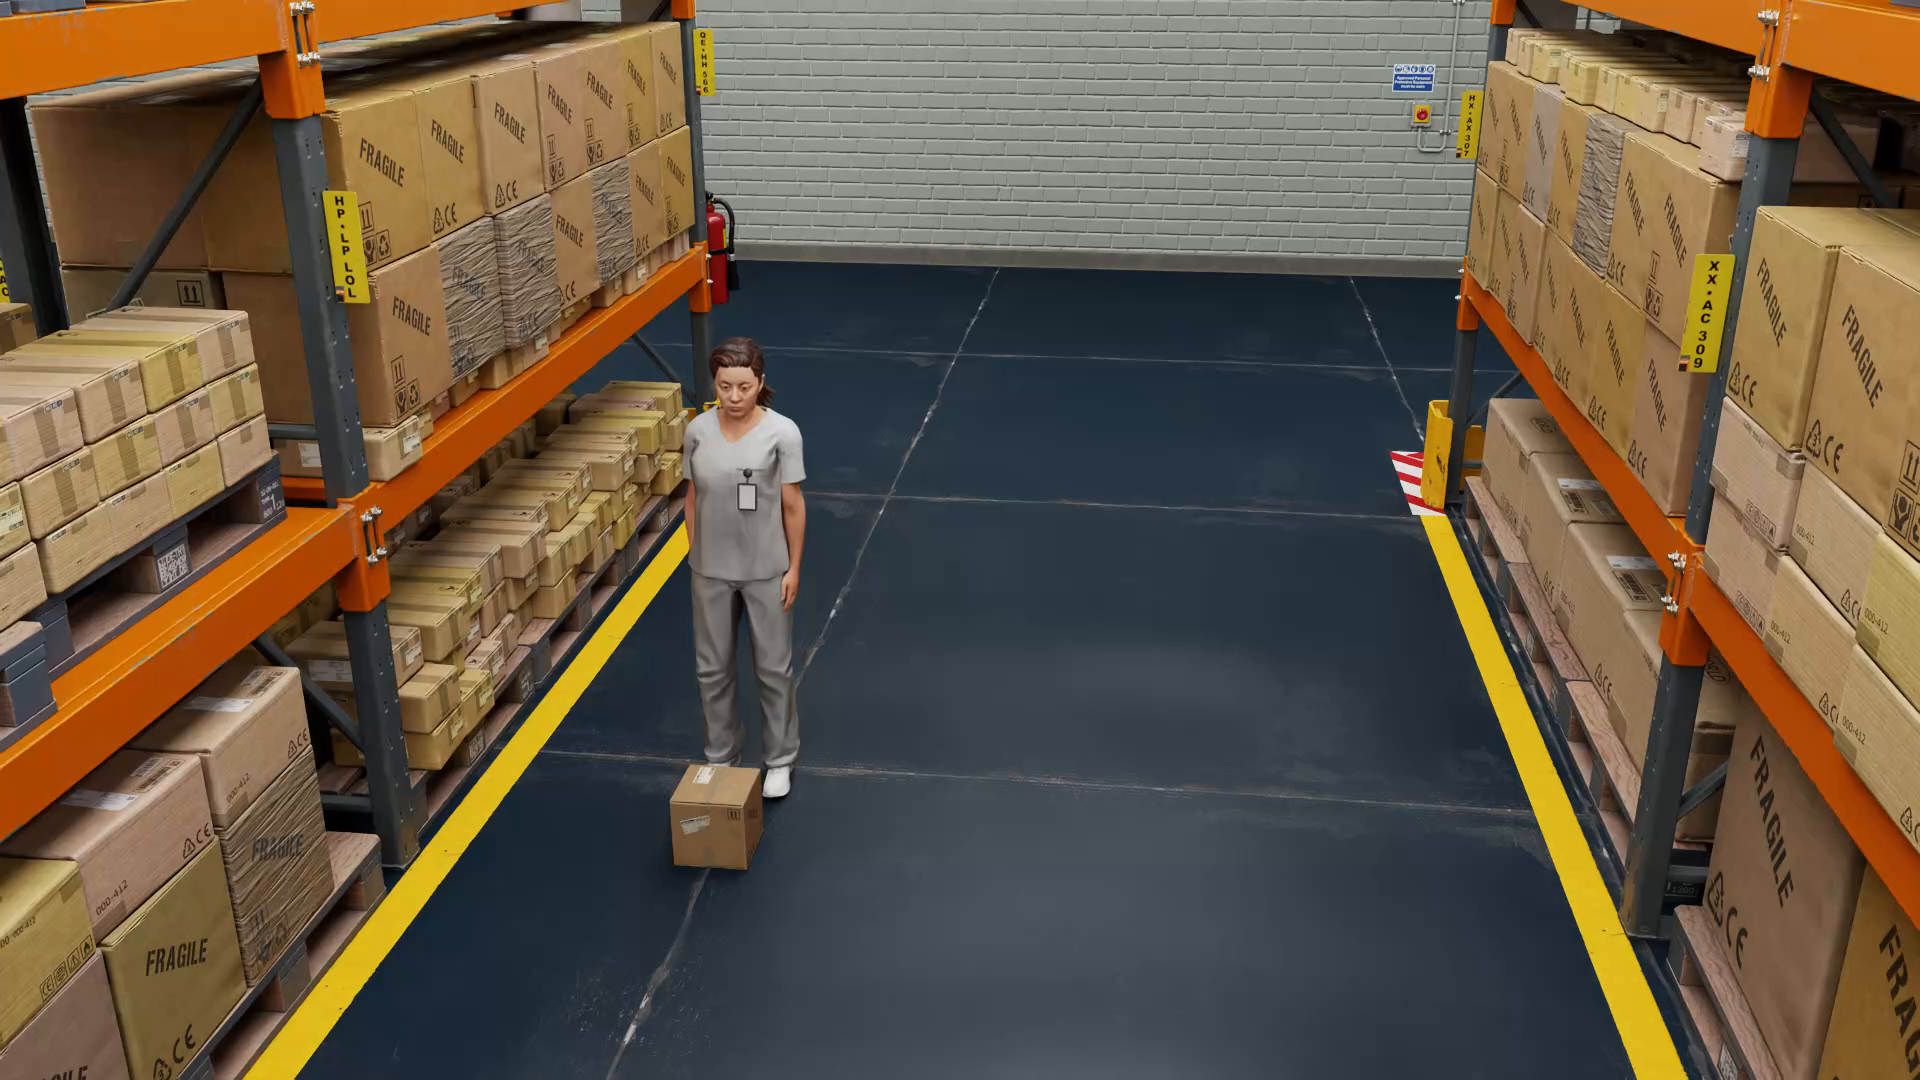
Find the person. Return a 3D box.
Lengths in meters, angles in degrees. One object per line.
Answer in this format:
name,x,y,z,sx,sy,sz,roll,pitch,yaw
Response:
person,-0.747,0.100,5.838,0.439,1.674,0.359,3,21,7
